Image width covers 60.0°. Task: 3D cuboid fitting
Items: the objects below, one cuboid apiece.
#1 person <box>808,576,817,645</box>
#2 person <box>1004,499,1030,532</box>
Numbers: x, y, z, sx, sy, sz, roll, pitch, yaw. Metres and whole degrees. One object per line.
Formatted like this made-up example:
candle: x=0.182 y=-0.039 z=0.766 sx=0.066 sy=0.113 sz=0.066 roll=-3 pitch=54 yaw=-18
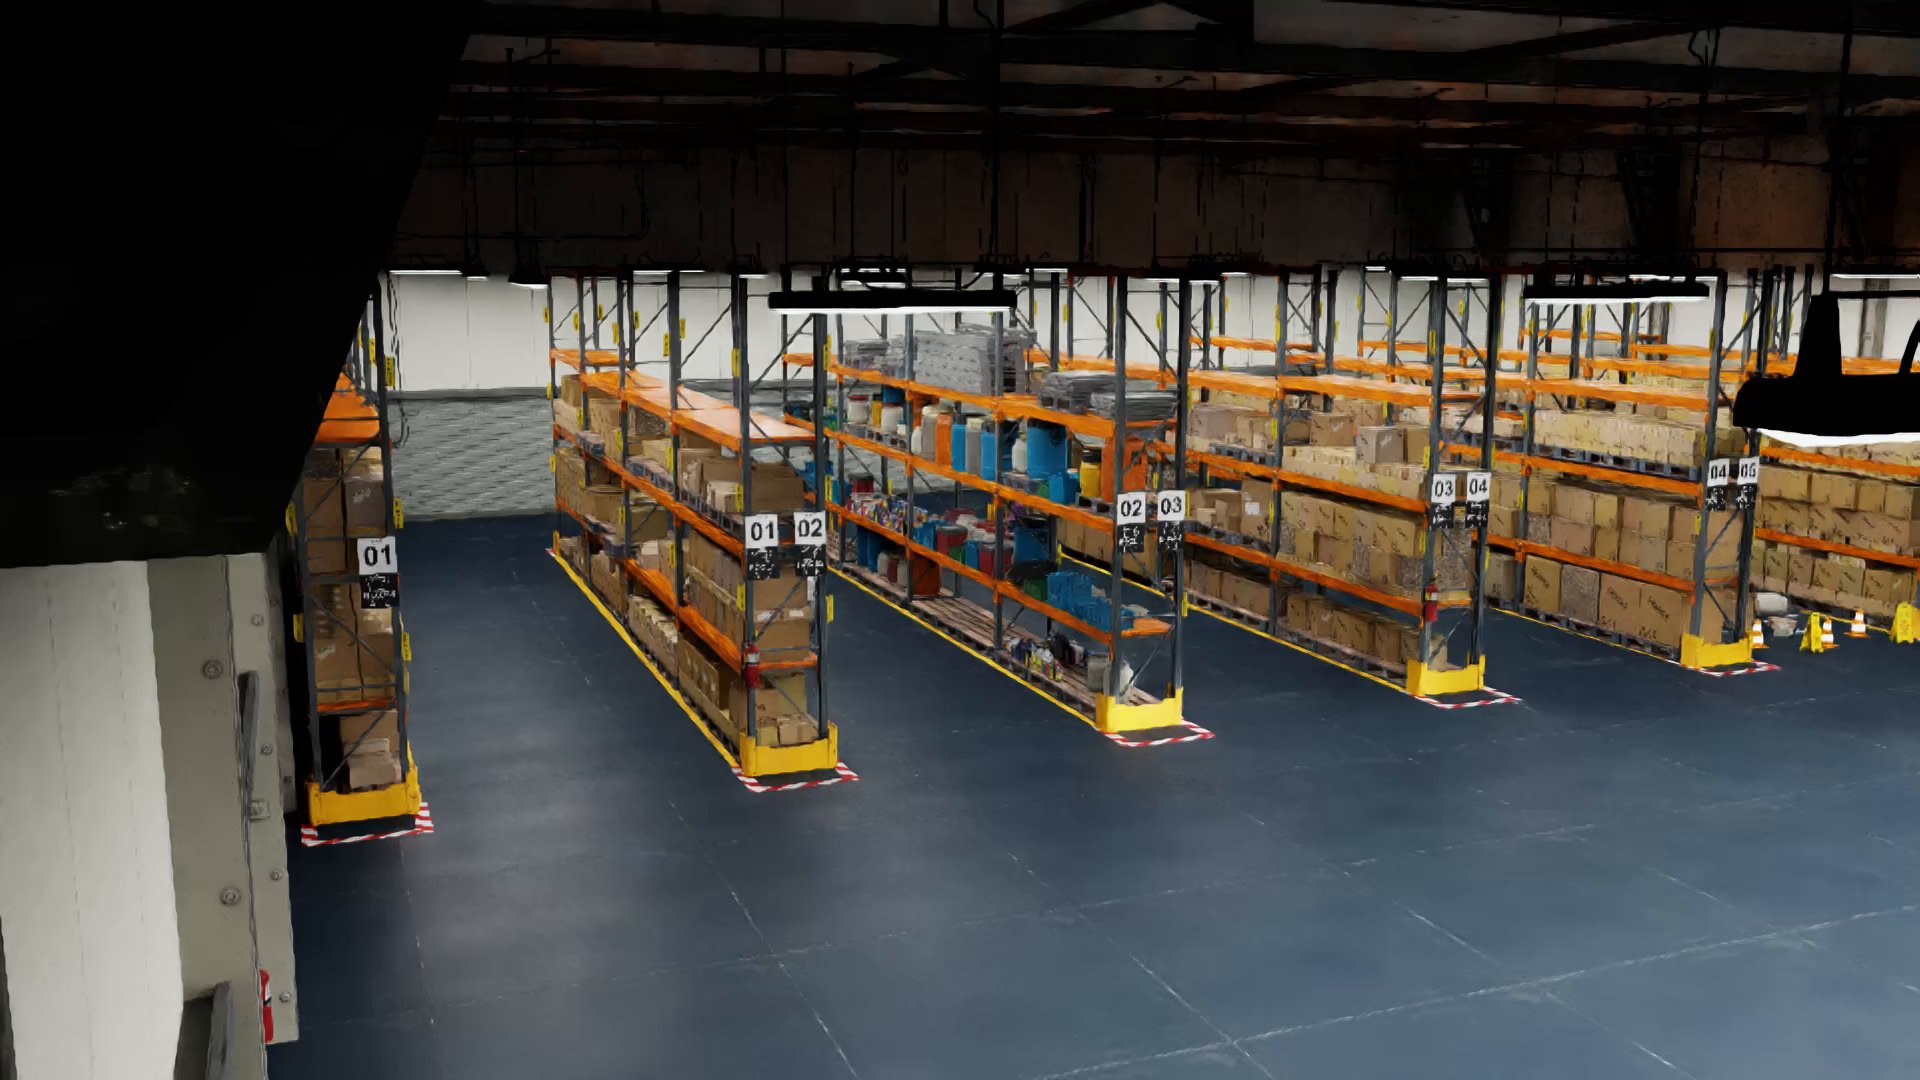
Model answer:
person: x=-2.507 y=0.939 z=26.672 sx=0.625 sy=1.611 sz=0.575 roll=-4 pitch=11 yaw=-23
person: x=1.180 y=-0.432 z=34.717 sx=0.566 sy=1.540 sz=0.516 roll=-4 pitch=11 yaw=-23
